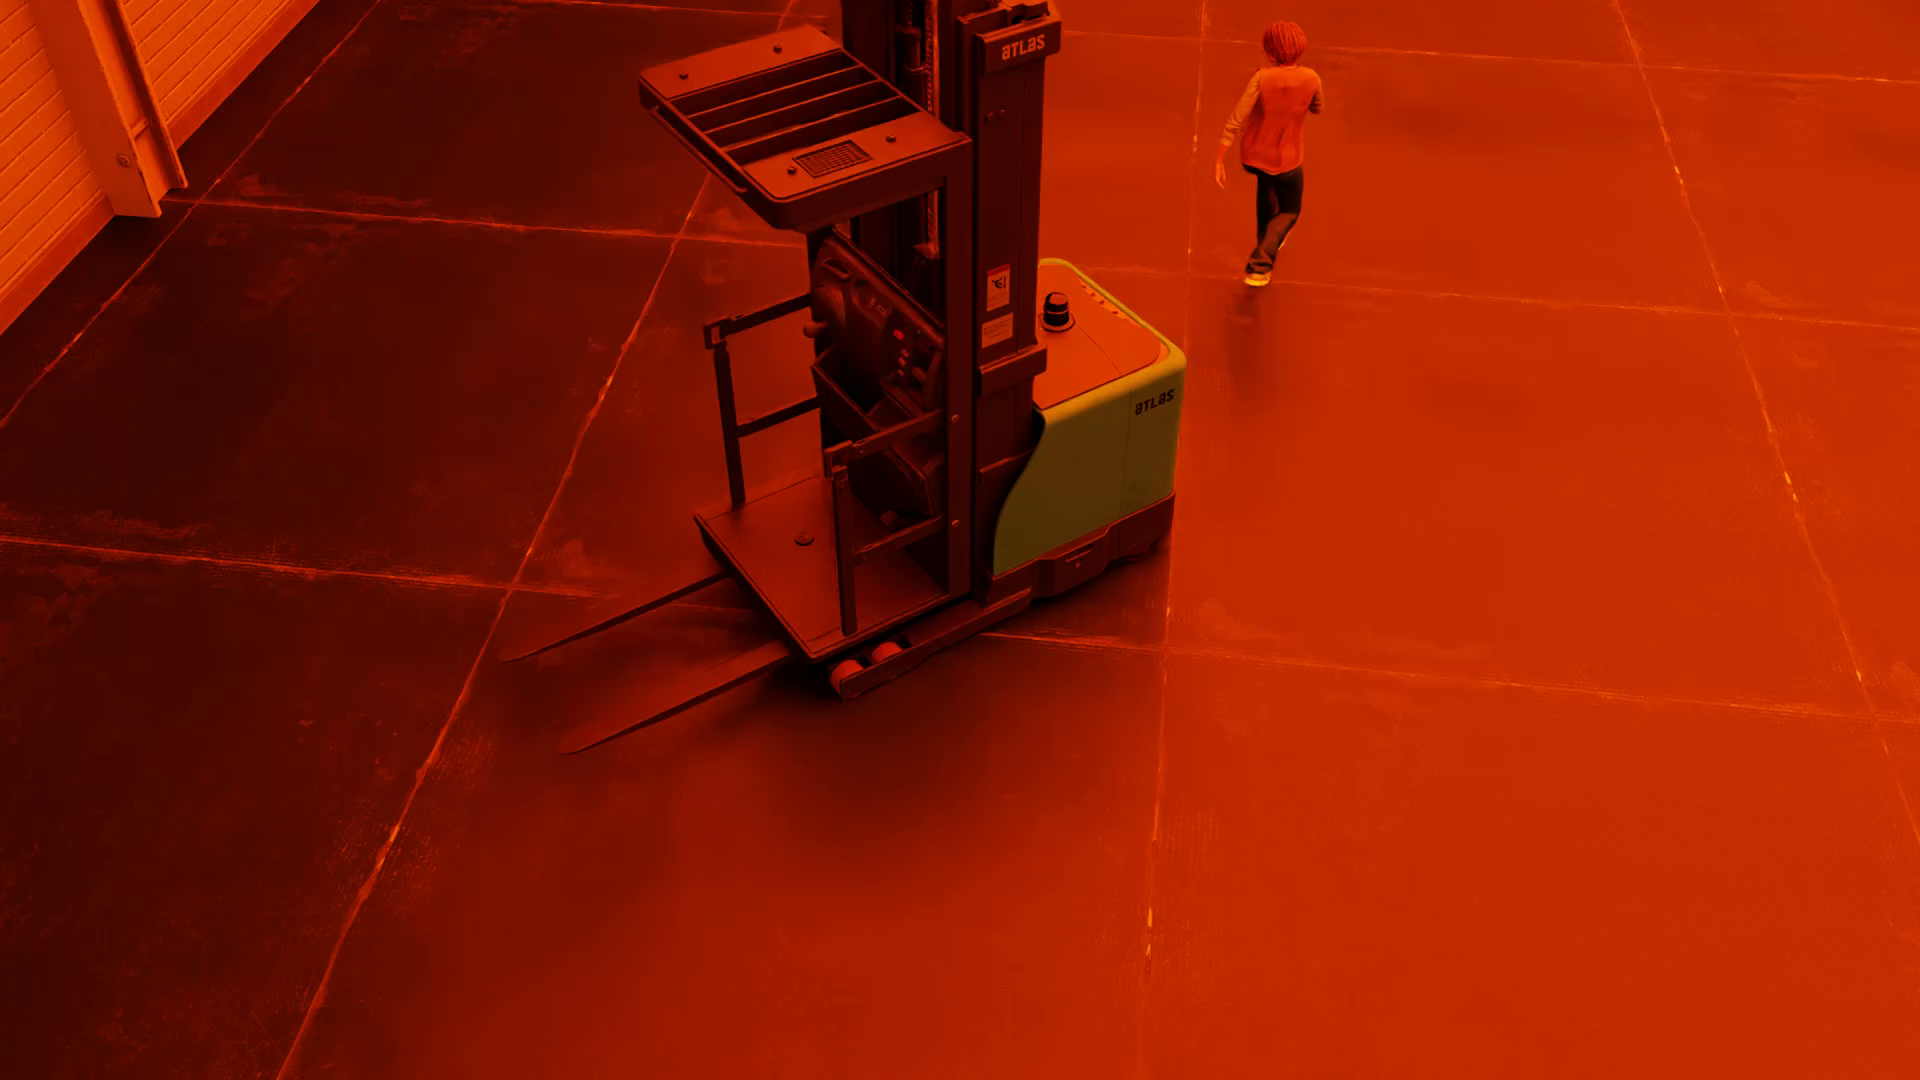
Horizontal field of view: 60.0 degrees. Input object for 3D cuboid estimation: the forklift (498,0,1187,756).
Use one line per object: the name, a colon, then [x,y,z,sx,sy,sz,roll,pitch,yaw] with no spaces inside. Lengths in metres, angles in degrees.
forklift: [-0.513,-0.810,6.606,3.031,2.935,1.130,-24,48,-24]

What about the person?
person: [1.698,-2.113,9.095,0.451,1.516,0.758,16,45,17]
